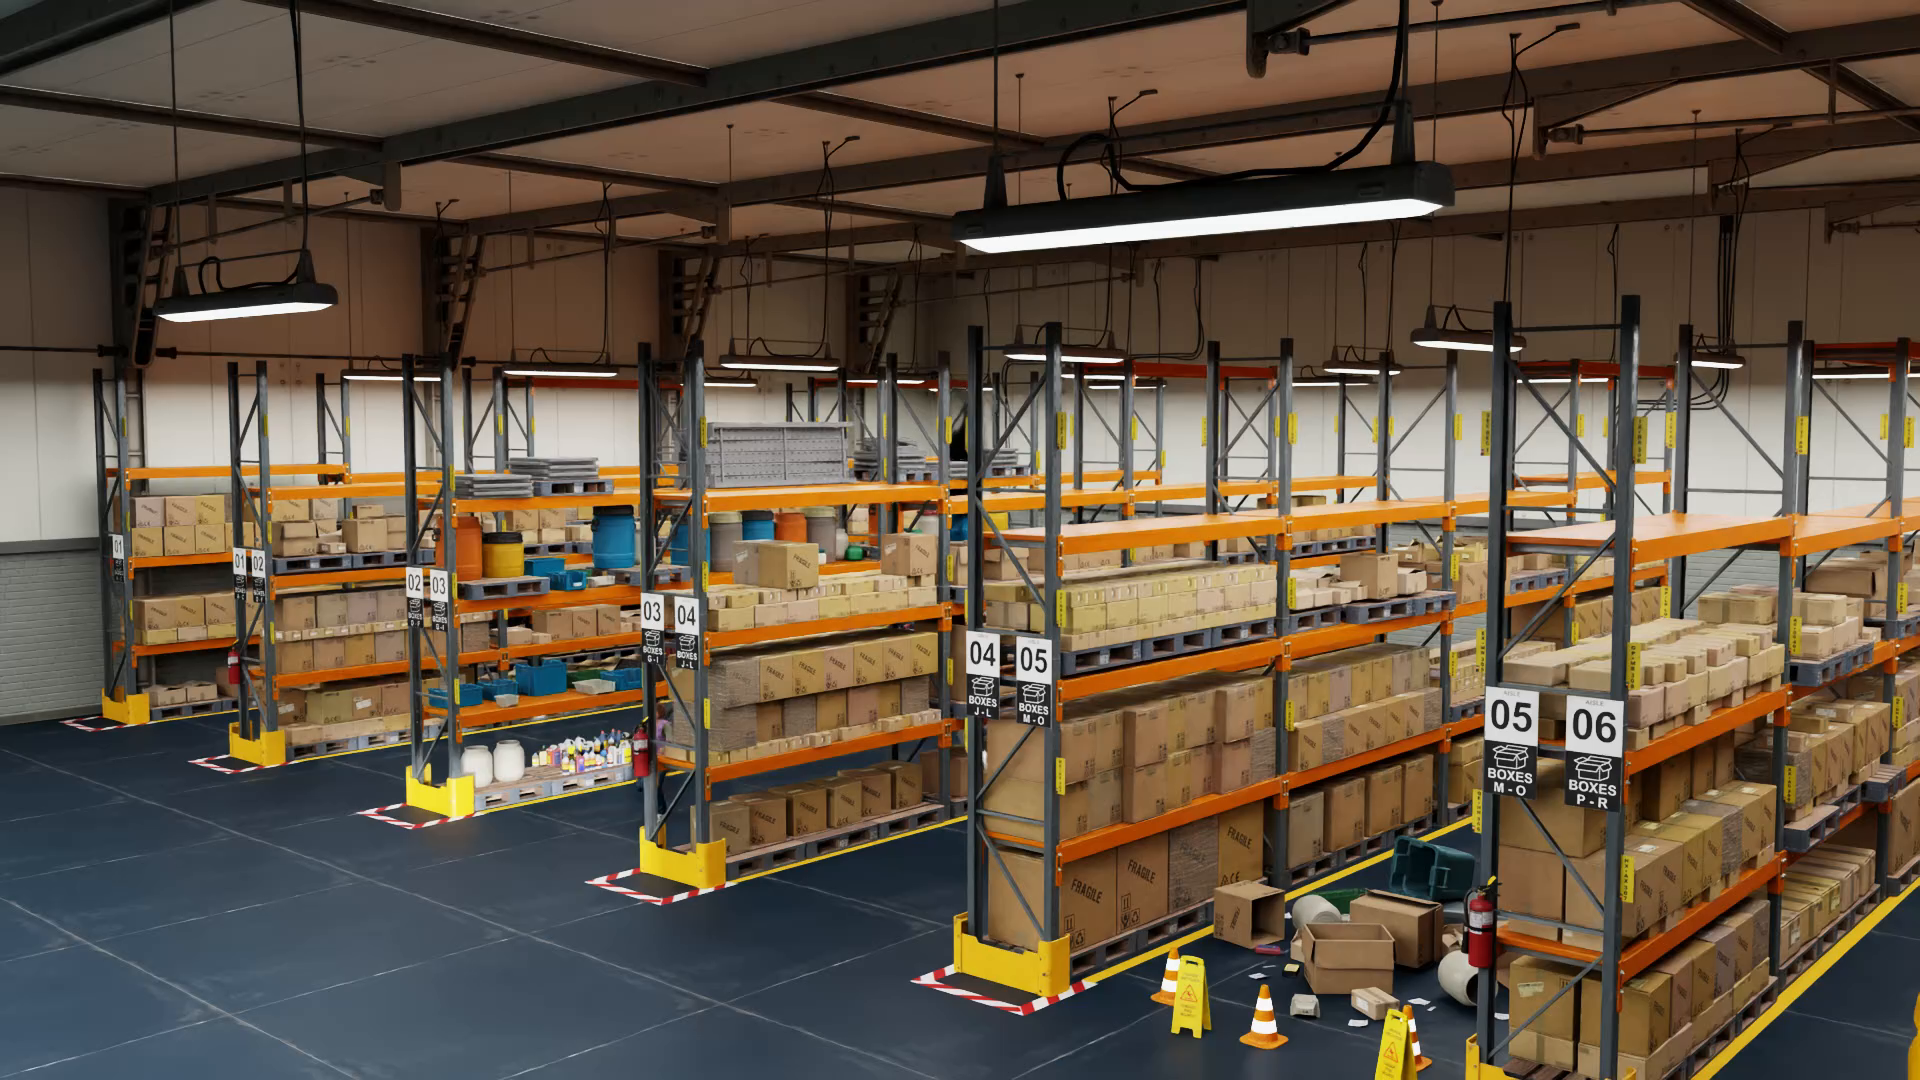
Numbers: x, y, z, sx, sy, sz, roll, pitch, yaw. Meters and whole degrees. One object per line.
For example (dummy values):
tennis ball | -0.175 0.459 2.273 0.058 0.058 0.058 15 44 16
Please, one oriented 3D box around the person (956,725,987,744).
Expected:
person | 0.196 2.528 25.055 0.594 1.666 0.720 3 5 38

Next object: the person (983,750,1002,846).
person | 0.432 2.997 19.319 0.637 1.496 0.862 1 4 12

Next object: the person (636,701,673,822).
person | -3.901 2.831 21.171 0.537 1.553 0.537 2 5 28
